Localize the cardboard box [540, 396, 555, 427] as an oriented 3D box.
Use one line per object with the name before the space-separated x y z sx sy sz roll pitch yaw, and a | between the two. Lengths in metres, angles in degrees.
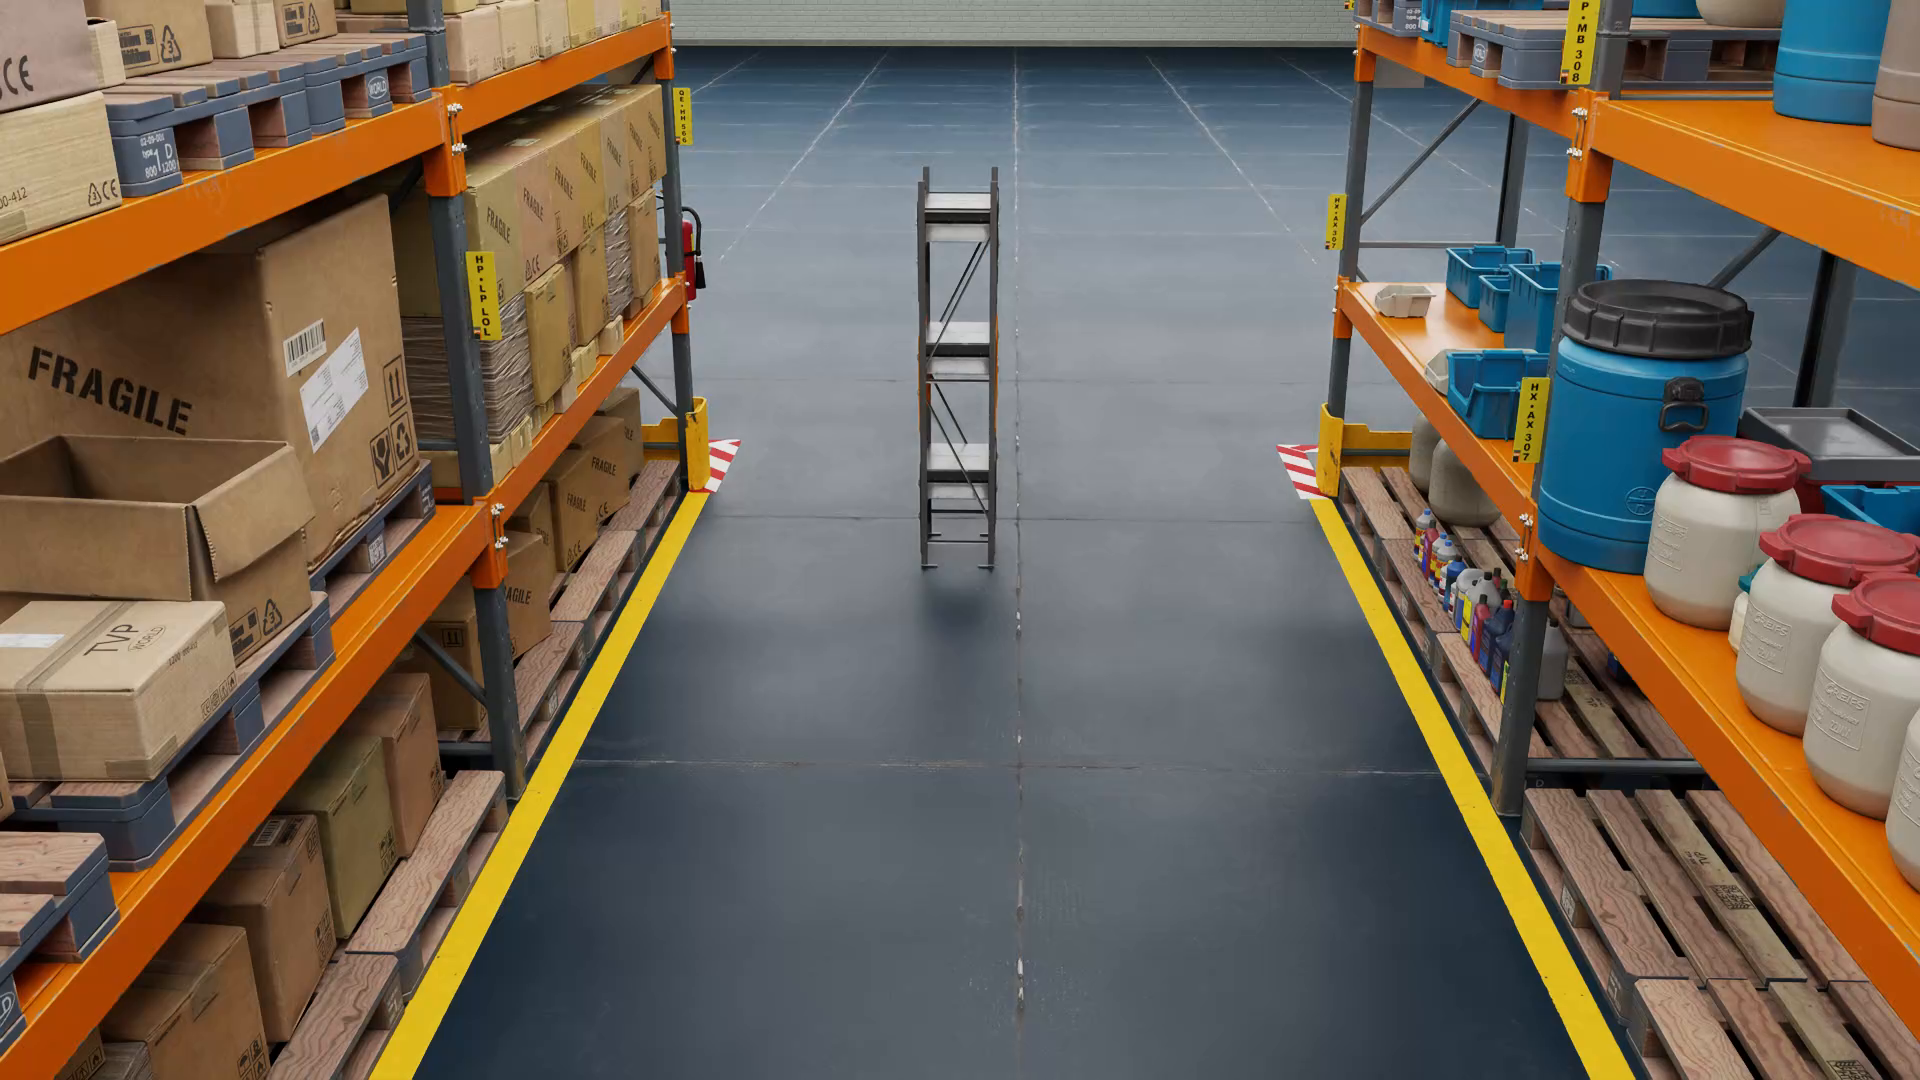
cardboard box | -1.989 -0.584 7.236 0.380 0.149 0.250 1 21 2

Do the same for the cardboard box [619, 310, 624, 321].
cardboard box | -2.012 -1.218 8.869 0.380 0.149 0.250 1 21 2

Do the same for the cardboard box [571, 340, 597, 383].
cardboard box | -1.955 -0.856 7.934 0.380 0.149 0.250 1 21 2

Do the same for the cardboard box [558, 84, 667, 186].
cardboard box | -1.943 -2.252 9.254 0.500 0.500 0.500 1 21 2

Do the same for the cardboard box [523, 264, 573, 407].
cardboard box | -2.169 -0.883 7.110 0.875 0.500 0.500 1 21 2

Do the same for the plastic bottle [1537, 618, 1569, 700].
plastic bottle | 2.531 0.494 7.162 0.144 0.351 0.185 1 21 2

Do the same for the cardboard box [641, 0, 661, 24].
cardboard box | -1.934 -2.953 9.055 0.500 0.250 0.500 1 21 3

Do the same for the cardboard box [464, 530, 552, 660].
cardboard box | -2.233 0.262 7.581 0.500 0.500 0.500 8 22 19

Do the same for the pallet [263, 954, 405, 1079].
pallet | -2.351 1.668 4.938 1.003 0.211 1.213 1 21 2

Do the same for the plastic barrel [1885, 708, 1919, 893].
plastic barrel | 2.365 0.566 3.768 0.421 0.512 0.421 0 21 0

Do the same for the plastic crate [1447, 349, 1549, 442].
plastic crate | 2.418 -0.635 7.225 0.499 0.251 0.616 1 21 2

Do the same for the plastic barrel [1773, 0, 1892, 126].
plastic barrel | 2.857 -1.747 5.045 0.600 0.901 0.708 1 21 2

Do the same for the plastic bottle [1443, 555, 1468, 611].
plastic bottle | 2.391 0.205 8.018 0.097 0.271 0.097 0 21 0

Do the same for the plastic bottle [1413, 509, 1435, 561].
plastic bottle | 2.411 -0.029 8.619 0.097 0.271 0.097 0 21 0

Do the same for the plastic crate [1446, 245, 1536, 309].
plastic crate | 3.061 -1.494 9.438 0.499 0.251 0.616 1 21 2

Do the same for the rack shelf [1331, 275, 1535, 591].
rack shelf | 2.717 -0.689 8.152 1.077 0.370 4.000 1 21 2

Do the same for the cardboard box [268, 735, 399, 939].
cardboard box | -2.368 0.999 5.656 0.700 0.500 0.500 1 21 1

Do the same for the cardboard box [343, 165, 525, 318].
cardboard box | -2.027 -1.167 6.458 0.500 0.500 0.500 1 21 2

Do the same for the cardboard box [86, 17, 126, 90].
cardboard box | -2.252 -1.162 3.973 0.380 0.166 0.250 0 21 0

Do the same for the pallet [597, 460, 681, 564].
pallet | -2.236 -0.181 9.704 1.003 0.211 1.213 1 21 2

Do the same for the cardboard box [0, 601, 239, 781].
cardboard box | -2.136 0.361 4.078 0.500 0.250 0.500 0 21 0

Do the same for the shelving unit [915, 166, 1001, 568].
shelving unit | -0.005 -0.919 8.995 0.431 2.100 0.503 1 21 2

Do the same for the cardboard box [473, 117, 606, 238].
cardboard box | -1.994 -1.710 7.857 0.500 0.500 0.500 1 21 2

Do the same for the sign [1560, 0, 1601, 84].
sign | 2.106 -1.714 5.640 0.100 0.325 0.005 1 21 2

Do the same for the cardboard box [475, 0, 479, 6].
cardboard box | -2.037 -2.081 6.256 0.380 0.149 0.250 0 21 -1

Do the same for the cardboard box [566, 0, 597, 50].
cardboard box | -1.980 -2.406 7.643 0.500 0.250 0.500 0 21 1

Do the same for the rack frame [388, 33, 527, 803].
rack frame | -2.295 -0.356 6.299 1.000 3.000 0.127 1 21 2

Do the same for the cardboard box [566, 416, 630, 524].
cardboard box | -2.193 -0.390 9.263 0.500 0.500 0.500 6 22 16

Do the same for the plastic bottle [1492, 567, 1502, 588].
plastic bottle | 2.518 0.280 7.807 0.061 0.283 0.133 1 21 2

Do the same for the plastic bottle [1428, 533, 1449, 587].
plastic bottle | 2.400 0.095 8.300 0.097 0.271 0.097 0 21 0

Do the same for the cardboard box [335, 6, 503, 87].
cardboard box | -2.025 -1.844 6.196 0.500 0.250 0.500 0 21 0

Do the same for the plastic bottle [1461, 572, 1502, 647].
plastic bottle | 2.403 0.306 7.646 0.144 0.351 0.185 1 21 1

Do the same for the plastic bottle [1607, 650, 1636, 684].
plastic bottle | 2.951 0.440 7.303 0.144 0.351 0.185 1 21 2

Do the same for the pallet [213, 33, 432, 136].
pallet | -2.420 -1.445 5.218 1.213 0.211 1.003 1 21 2

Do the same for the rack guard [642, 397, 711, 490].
rack guard | -2.176 -0.609 10.408 1.175 0.500 0.348 1 21 2

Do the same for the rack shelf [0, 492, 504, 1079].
rack shelf | -2.356 0.703 4.566 1.077 0.370 4.000 1 21 2

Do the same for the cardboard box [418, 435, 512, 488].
cardboard box | -1.988 -0.313 6.536 0.380 0.149 0.250 1 21 2

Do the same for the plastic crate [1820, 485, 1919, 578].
plastic crate | 2.933 0.108 5.125 0.392 0.384 0.575 1 21 2

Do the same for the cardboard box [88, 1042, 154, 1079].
cardboard box | -2.412 1.608 4.086 0.700 0.500 0.500 -1 21 -3

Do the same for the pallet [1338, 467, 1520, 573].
pallet | 2.792 -0.126 9.561 1.003 0.211 1.213 1 21 2

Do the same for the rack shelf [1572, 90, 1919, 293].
rack shelf | 2.595 -0.641 3.882 1.077 0.370 4.000 1 21 2

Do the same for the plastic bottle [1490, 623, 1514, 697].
plastic bottle | 2.387 0.493 7.167 0.144 0.351 0.185 0 21 0

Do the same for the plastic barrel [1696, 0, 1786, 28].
plastic barrel | 2.865 -2.101 5.916 0.421 0.512 0.421 0 21 0

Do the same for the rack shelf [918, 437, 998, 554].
rack shelf | -0.005 -0.254 9.253 0.431 0.518 0.480 1 21 2

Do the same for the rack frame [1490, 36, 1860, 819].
rack frame | 2.656 -0.301 6.159 1.000 3.000 0.127 1 21 2

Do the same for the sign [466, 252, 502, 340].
sign | -1.740 -0.891 6.077 0.100 0.325 0.005 1 21 2

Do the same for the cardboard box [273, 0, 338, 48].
cardboard box | -2.408 -1.829 5.227 0.797 0.503 0.637 0 21 -1

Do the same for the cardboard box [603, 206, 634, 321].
cardboard box | -2.171 -1.426 8.509 0.875 0.500 0.500 1 21 2

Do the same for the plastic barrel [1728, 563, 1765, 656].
plastic barrel | 2.462 0.240 4.955 0.301 0.262 0.301 0 21 0

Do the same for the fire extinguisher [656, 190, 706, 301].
fire extinguisher | -1.709 -1.802 10.134 0.296 0.674 0.183 1 21 2

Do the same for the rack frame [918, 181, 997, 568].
rack frame | -0.012 -0.831 8.767 0.400 2.100 0.015 1 21 2

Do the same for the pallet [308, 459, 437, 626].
pallet | -2.464 0.008 5.626 1.003 0.211 1.213 1 21 2
